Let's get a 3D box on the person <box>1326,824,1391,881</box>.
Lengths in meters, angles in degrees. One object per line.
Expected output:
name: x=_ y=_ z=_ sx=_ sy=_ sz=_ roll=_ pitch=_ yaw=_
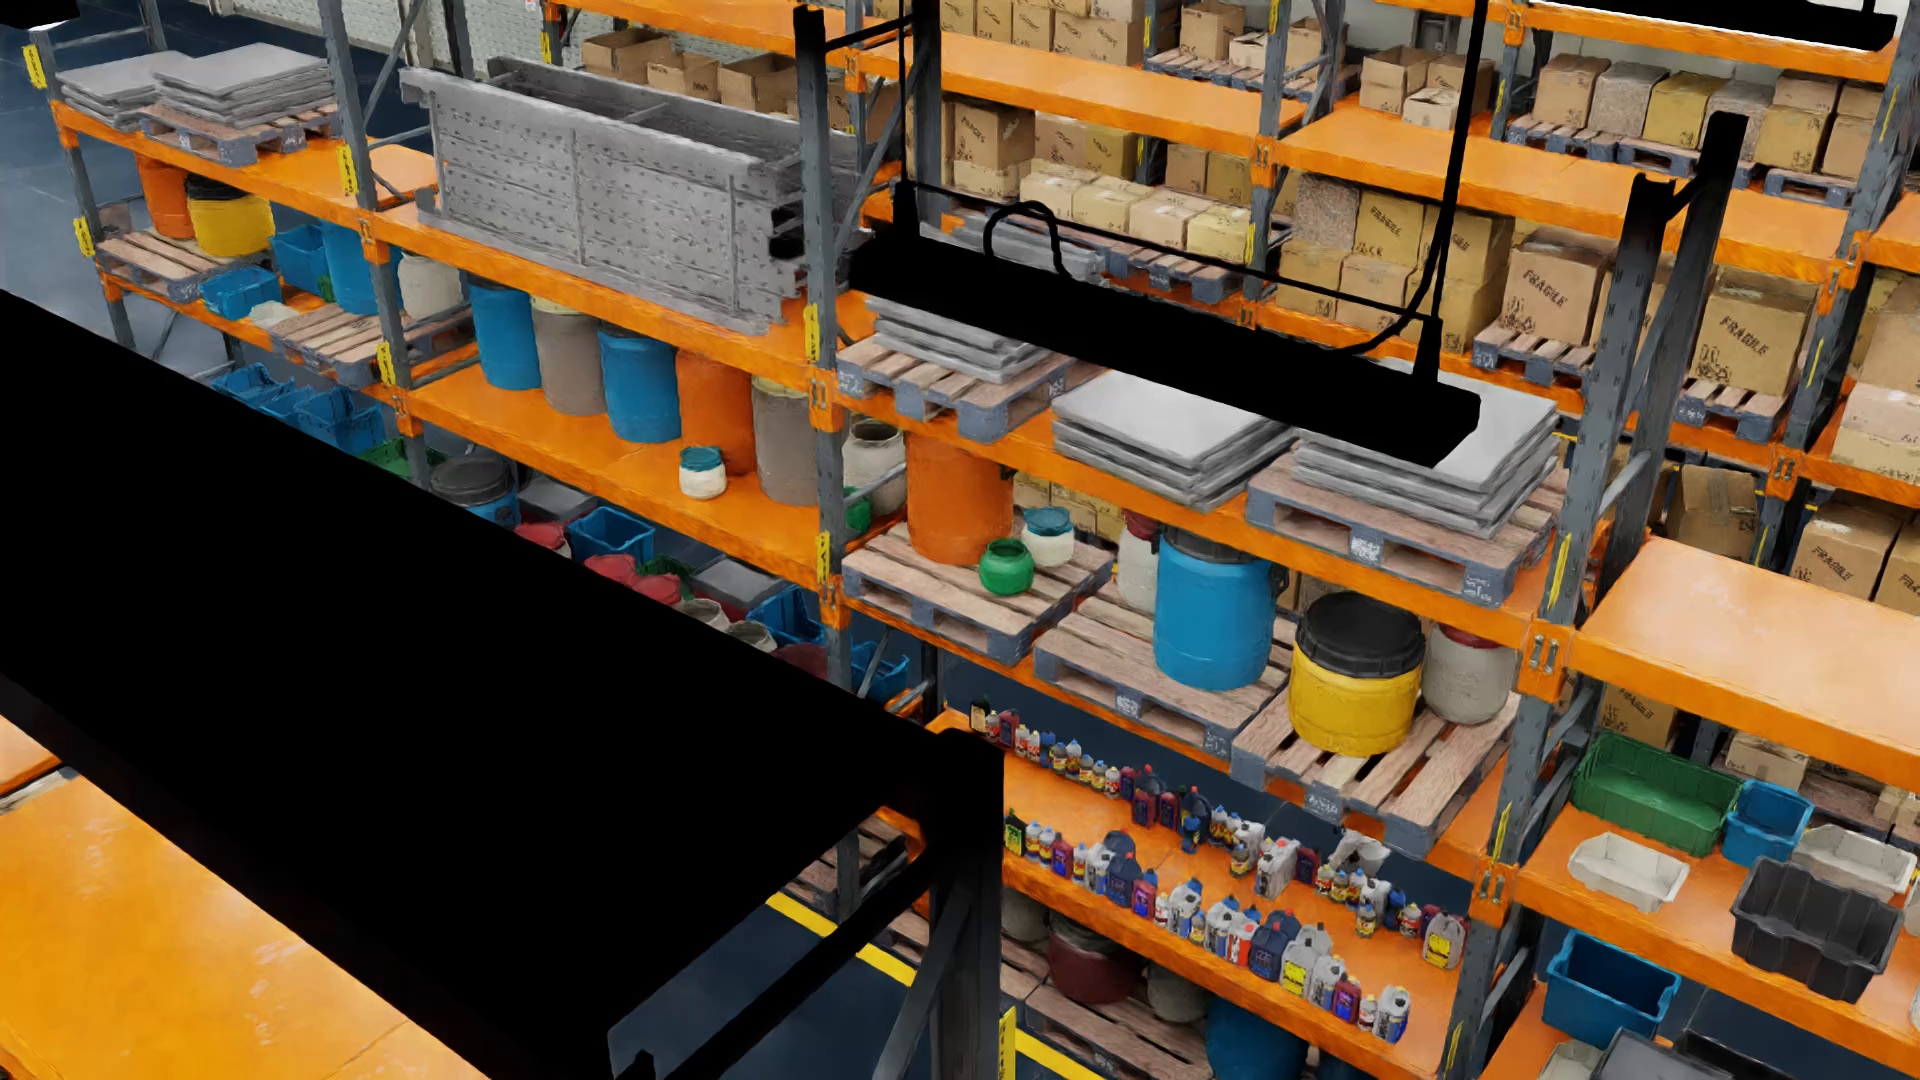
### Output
person: x=2.570 y=1.947 z=10.543 sx=0.512 sy=1.632 sz=0.639 roll=21 pitch=37 yaw=30
